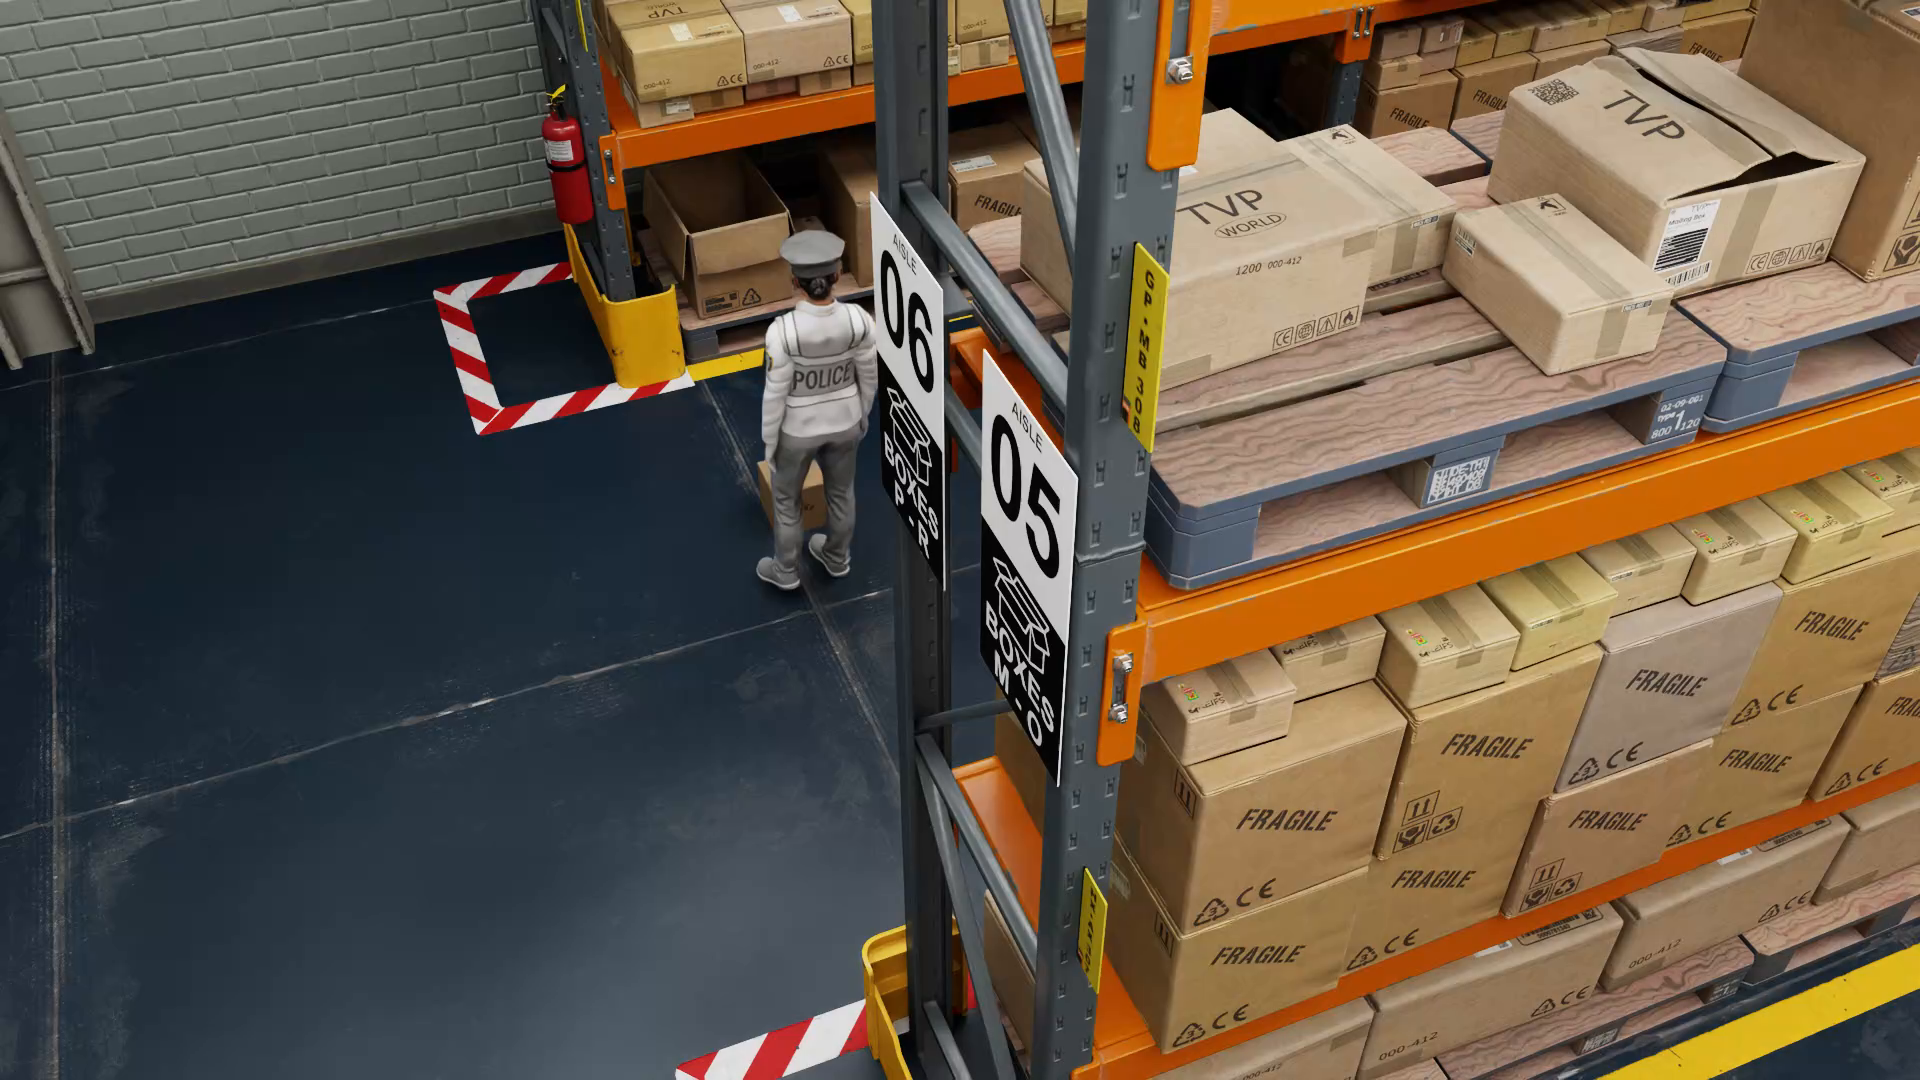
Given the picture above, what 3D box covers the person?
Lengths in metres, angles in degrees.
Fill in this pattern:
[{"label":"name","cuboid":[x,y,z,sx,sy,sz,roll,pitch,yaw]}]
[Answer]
[{"label":"person","cuboid":[-0.594,-0.466,6.675,0.536,1.688,0.413,-15,44,-16]}]
